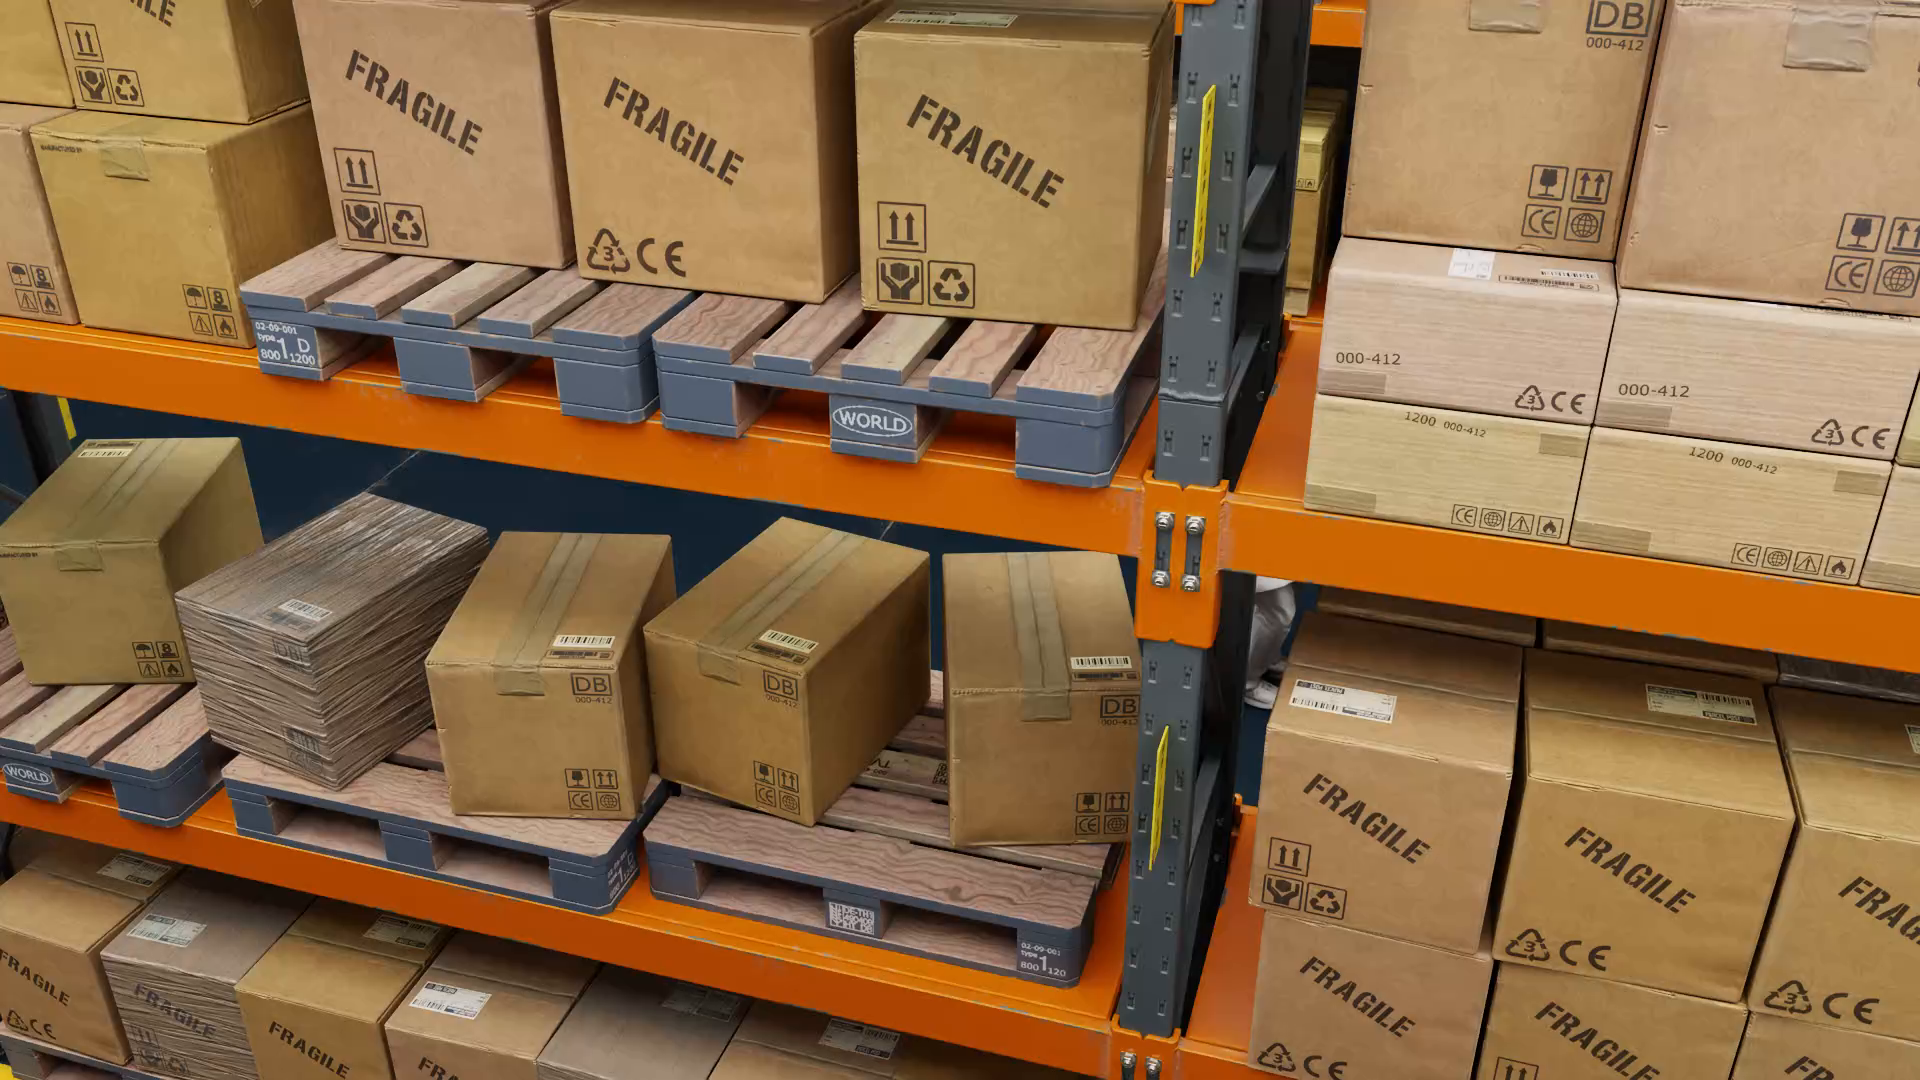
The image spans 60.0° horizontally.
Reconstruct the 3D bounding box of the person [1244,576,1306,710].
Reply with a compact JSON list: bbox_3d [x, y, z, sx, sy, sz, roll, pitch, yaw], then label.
[{"bbox_3d":[1.582,0.180,7.412,0.939,1.204,0.555,7,30,13],"label":"person"}]
